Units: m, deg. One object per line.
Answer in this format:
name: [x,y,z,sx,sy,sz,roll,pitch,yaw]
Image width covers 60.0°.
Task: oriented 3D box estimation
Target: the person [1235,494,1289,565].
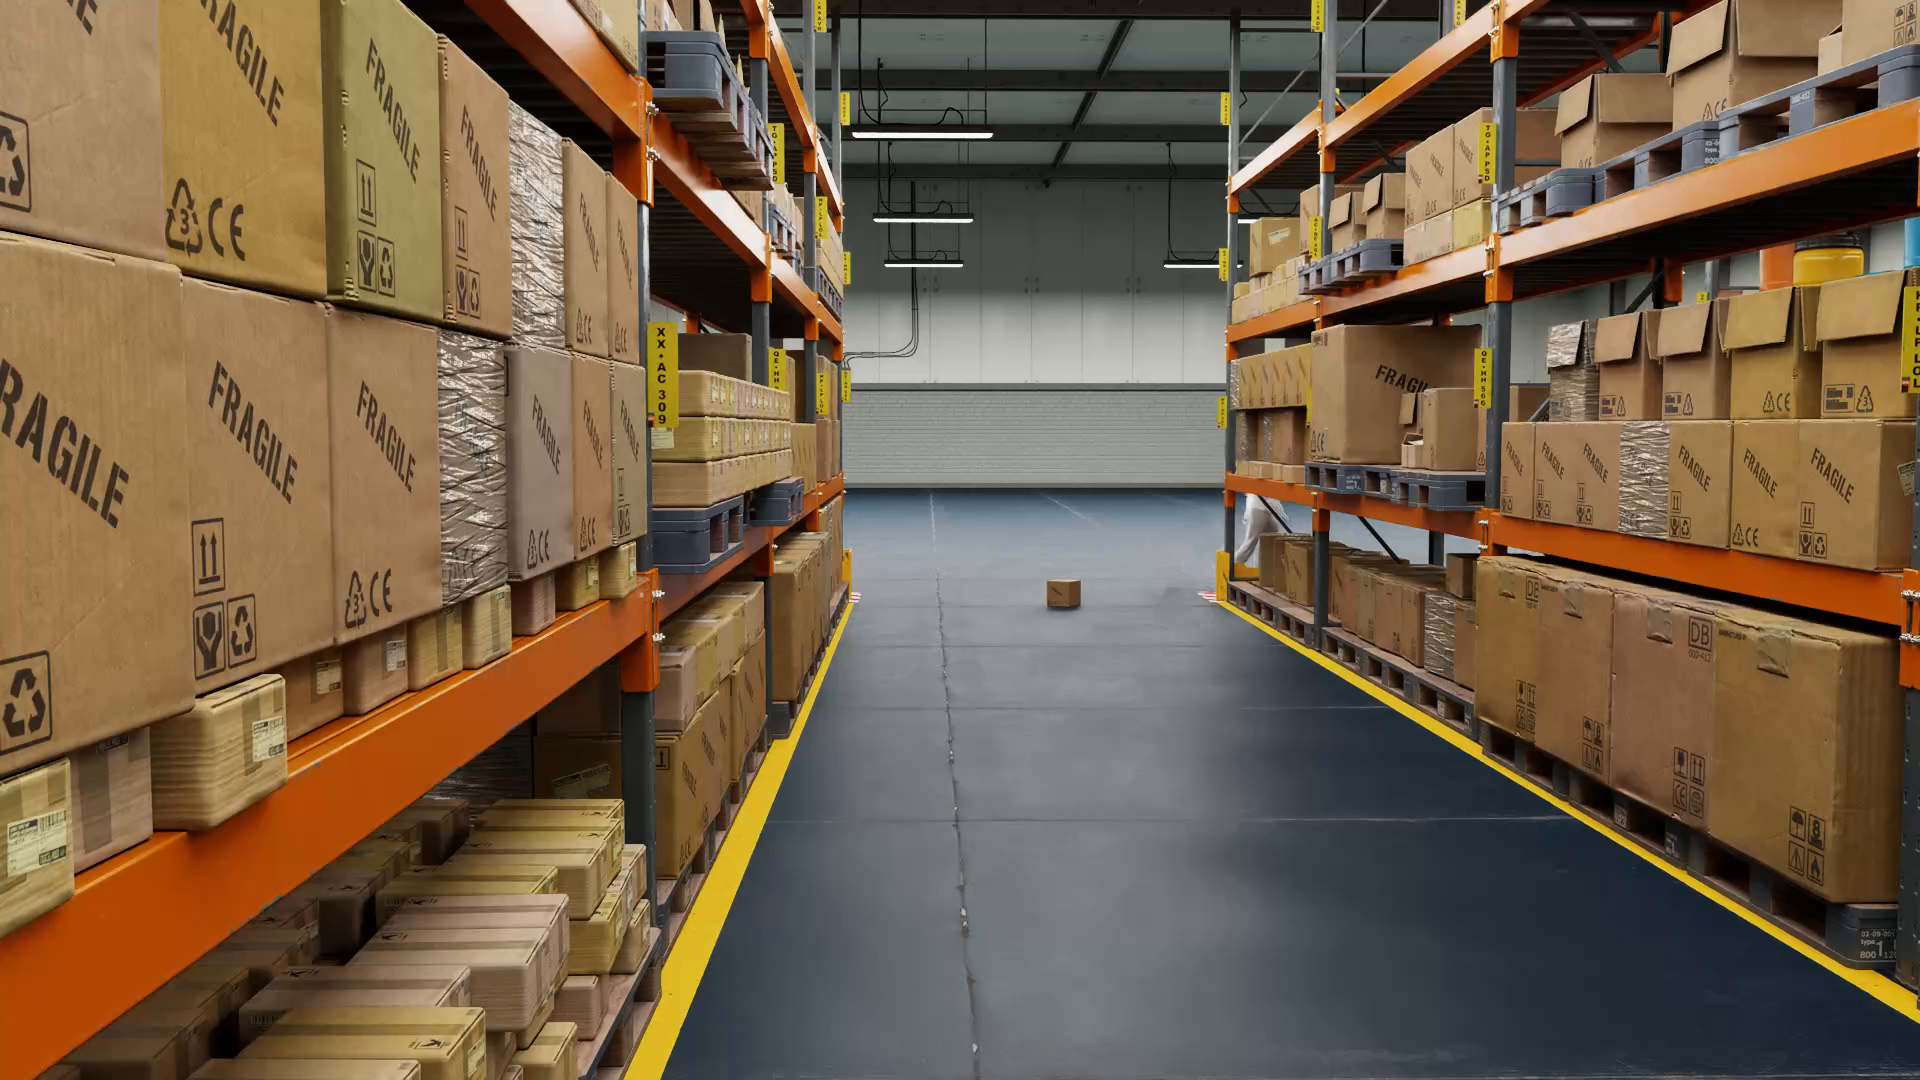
person: [3.401,-0.318,18.388,0.913,1.635,0.517,0,4,4]
